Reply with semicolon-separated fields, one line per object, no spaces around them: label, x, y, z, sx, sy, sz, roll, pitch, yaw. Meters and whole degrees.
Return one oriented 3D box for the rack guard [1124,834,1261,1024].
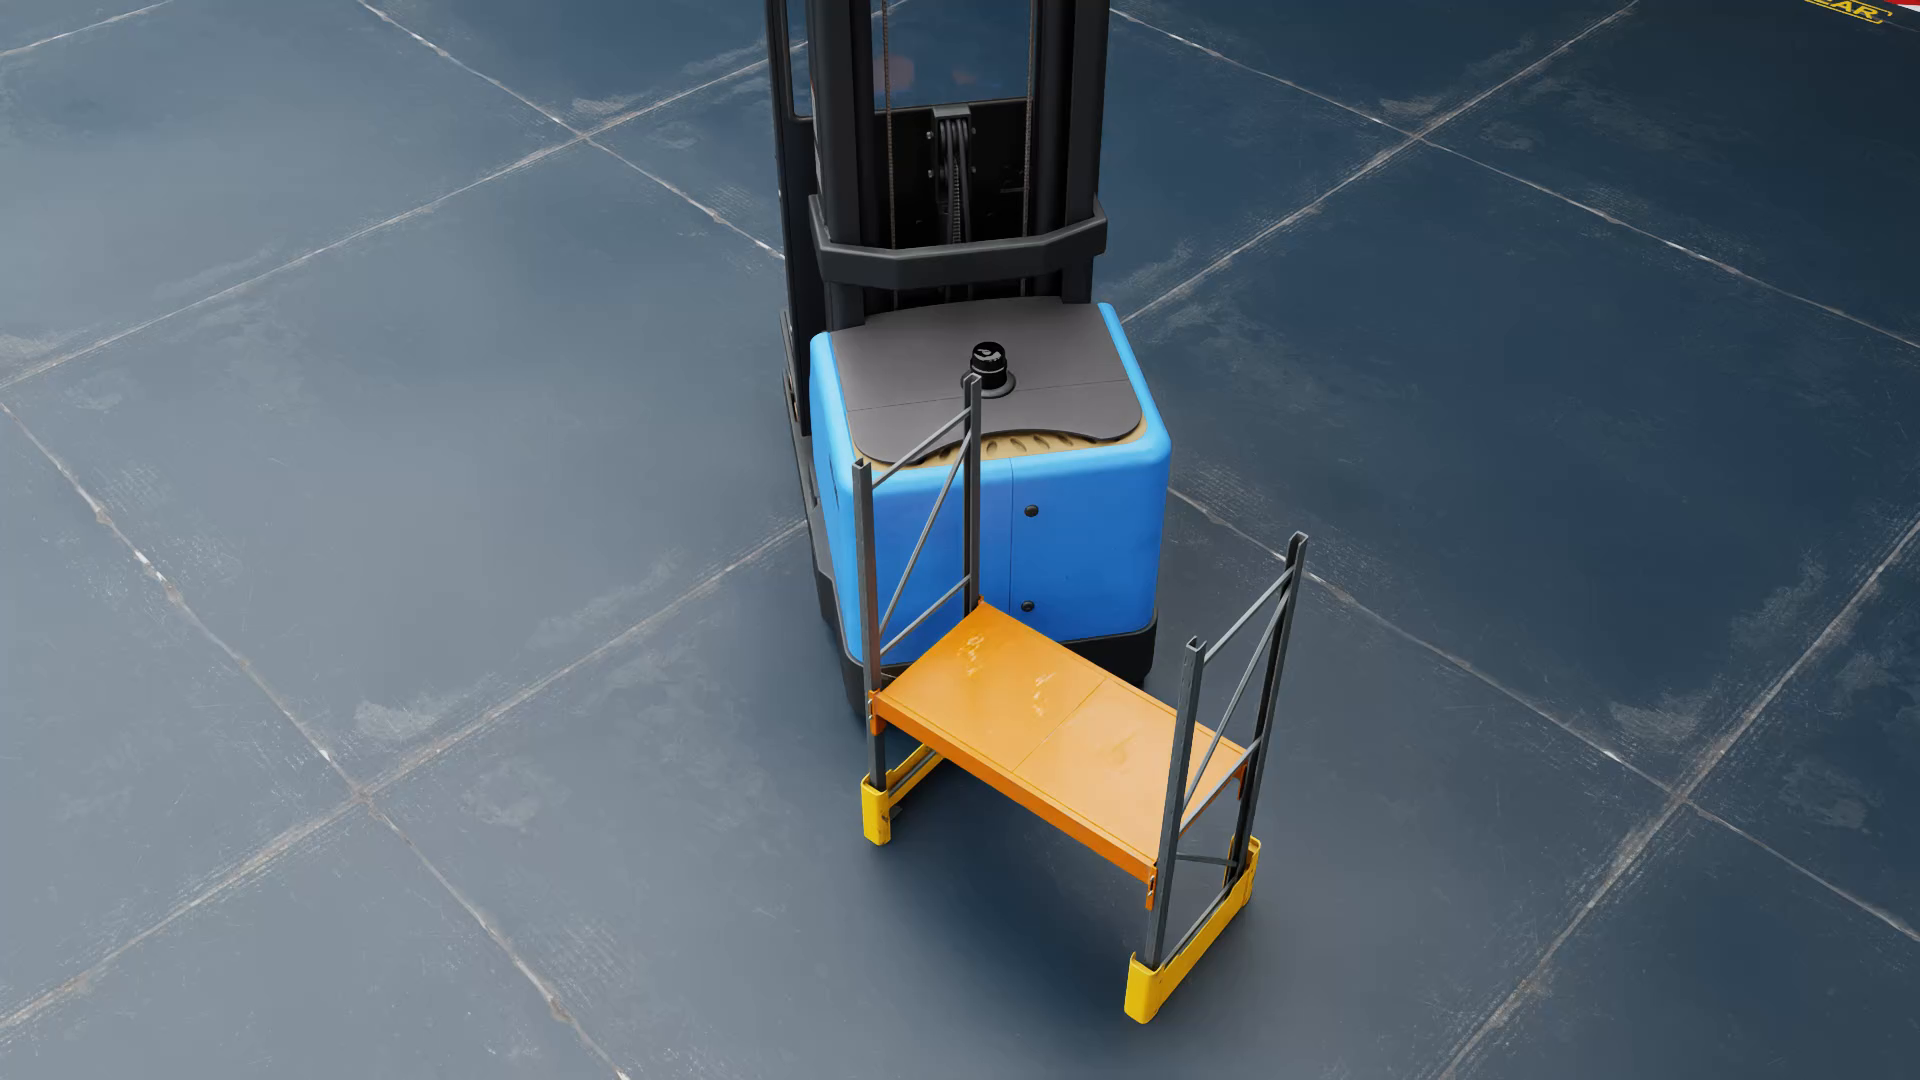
rack guard;0.680;1.124;4.849;0.087;0.250;0.587;29;50;28

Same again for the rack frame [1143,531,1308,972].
rack frame;0.681;0.666;4.424;0.032;1.500;0.500;29;50;28

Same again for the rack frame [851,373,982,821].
rack frame;-0.109;0.232;4.894;0.032;1.500;0.500;29;50;28

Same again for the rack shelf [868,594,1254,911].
rack shelf;0.286;0.581;4.781;1.000;0.185;0.538;29;50;28

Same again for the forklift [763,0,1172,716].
forklift;-0.114;-1.497;5.711;1.130;2.935;3.031;-7;43;-8

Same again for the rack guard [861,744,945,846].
rack guard;-0.094;0.699;5.309;0.087;0.250;0.587;29;50;28

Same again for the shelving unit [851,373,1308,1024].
shelving unit;0.293;0.453;4.655;1.083;1.500;0.587;29;50;28
